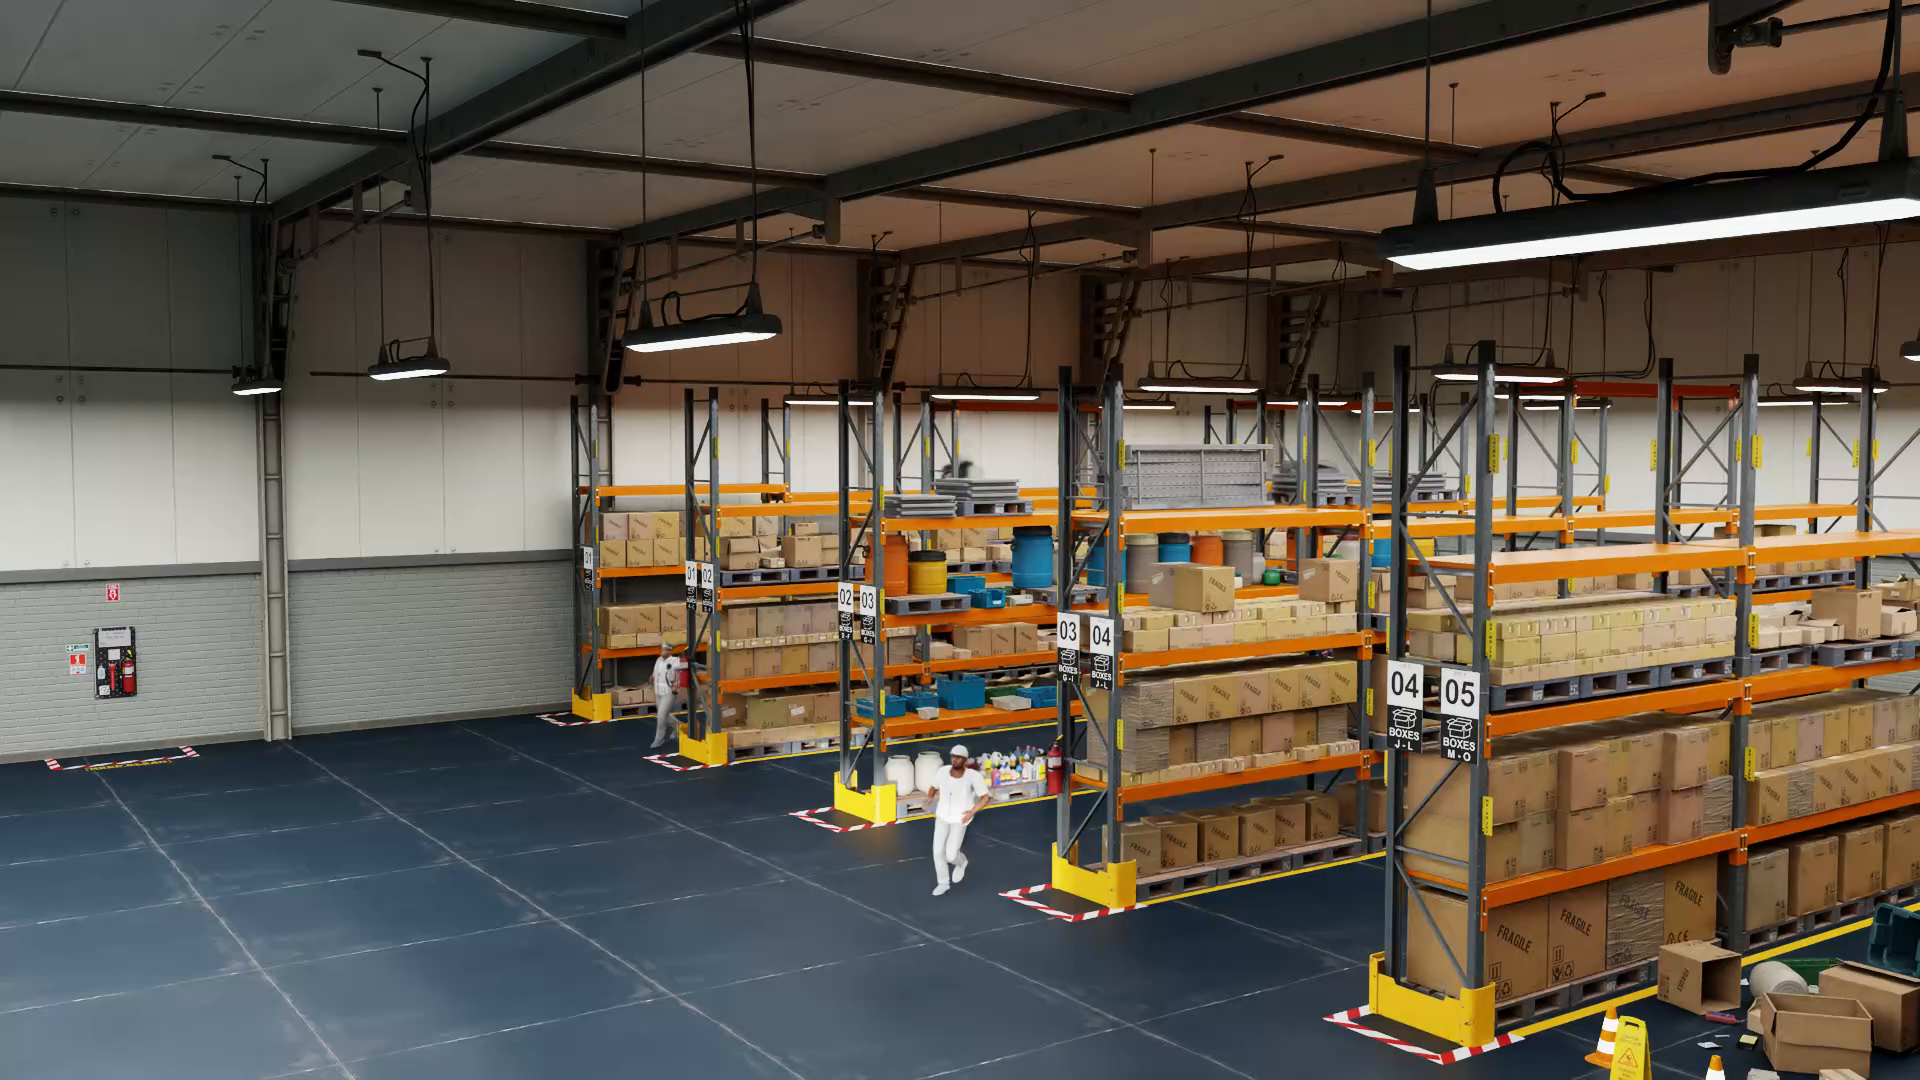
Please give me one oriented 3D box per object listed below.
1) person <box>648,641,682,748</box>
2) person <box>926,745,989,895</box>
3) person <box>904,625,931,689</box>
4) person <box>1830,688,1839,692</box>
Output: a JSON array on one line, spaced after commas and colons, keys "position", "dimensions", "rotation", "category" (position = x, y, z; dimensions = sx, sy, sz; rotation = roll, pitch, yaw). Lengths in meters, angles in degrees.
[{"position": [-4.931, 2.600, 28.190], "dimensions": [0.691, 1.825, 0.836], "rotation": [3, 4, 39], "category": "person"}, {"position": [-0.038, 3.175, 18.987], "dimensions": [0.733, 1.710, 0.636], "rotation": [2, 4, 28], "category": "person"}, {"position": [-0.892, 2.390, 31.649], "dimensions": [0.828, 1.777, 0.658], "rotation": [-3, 5, -40], "category": "person"}, {"position": [12.078, 2.916, 23.038], "dimensions": [0.578, 1.721, 0.705], "rotation": [-3, 5, -43], "category": "person"}]
